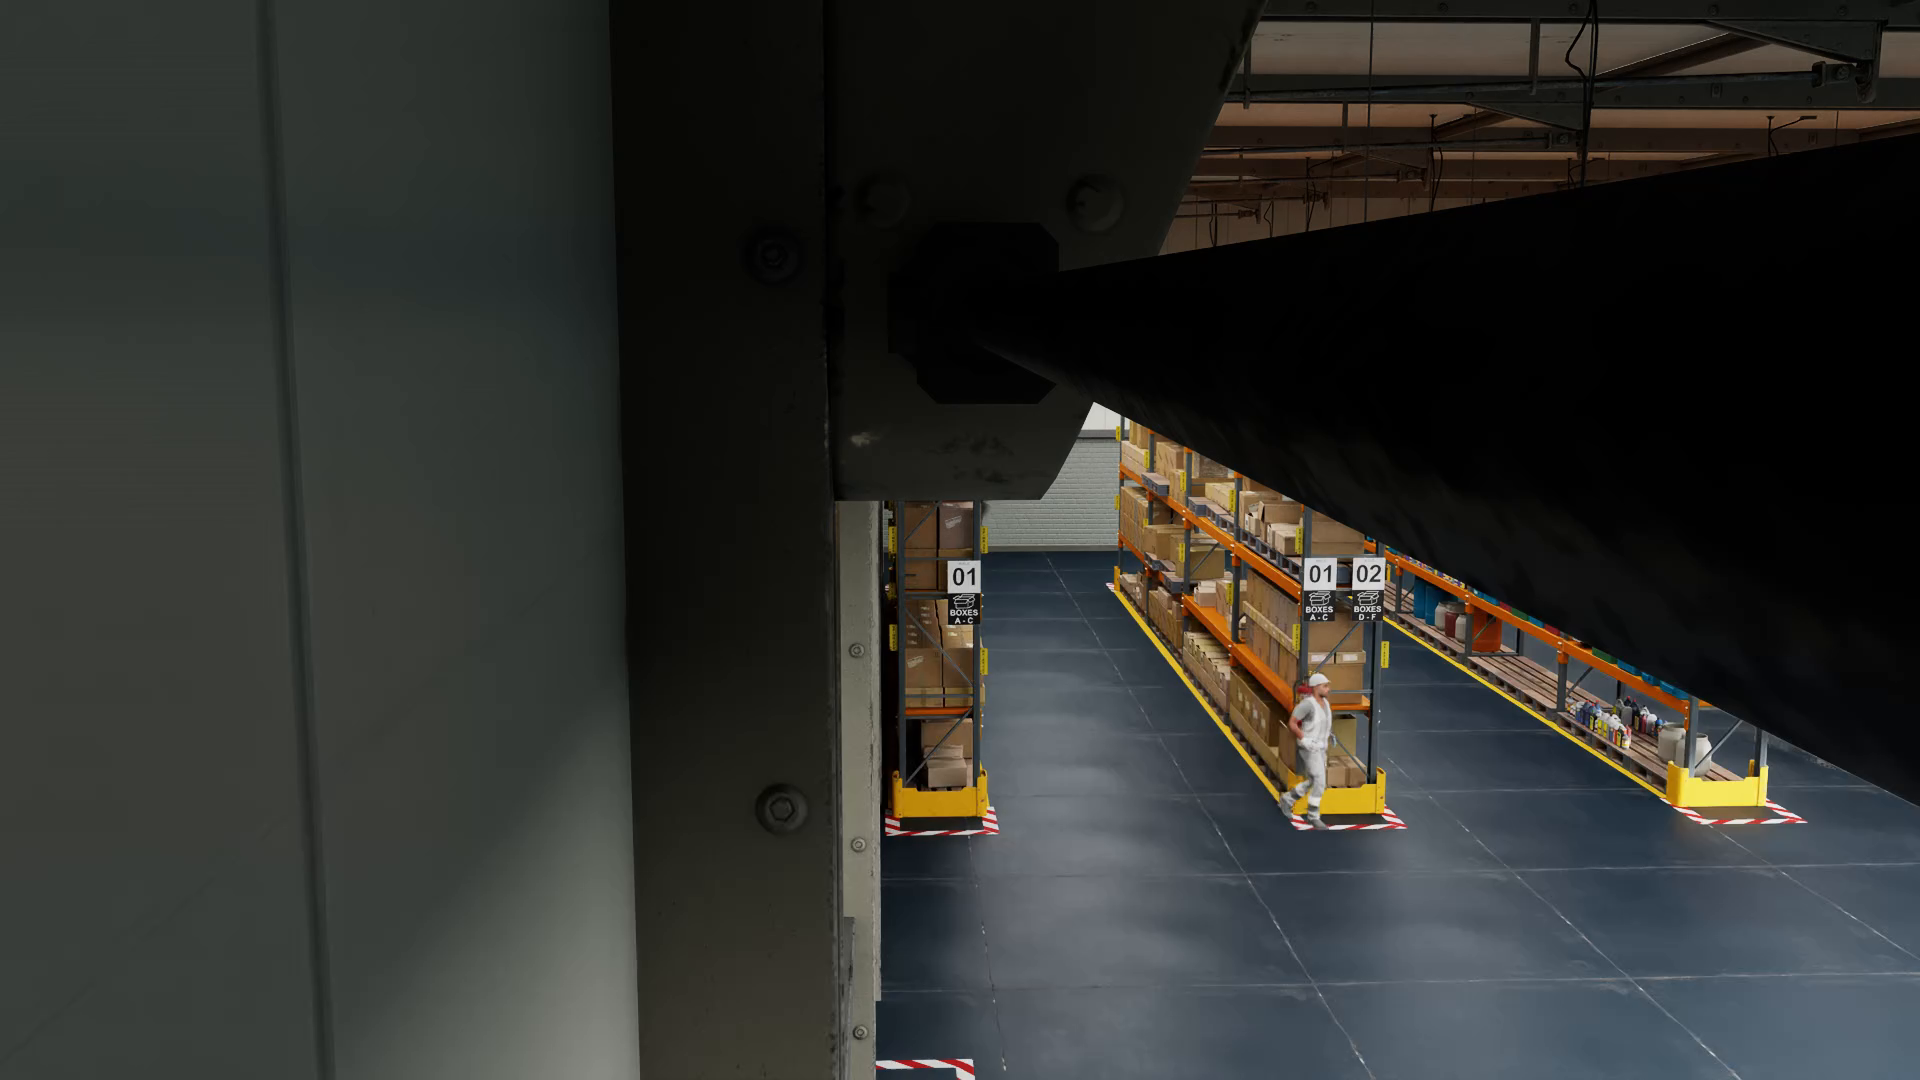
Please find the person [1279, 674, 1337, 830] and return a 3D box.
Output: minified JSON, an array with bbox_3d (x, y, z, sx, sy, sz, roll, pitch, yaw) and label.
[{"bbox_3d":[4.099,2.416,19.363,0.714,1.748,0.725,7,11,41],"label":"person"}]
